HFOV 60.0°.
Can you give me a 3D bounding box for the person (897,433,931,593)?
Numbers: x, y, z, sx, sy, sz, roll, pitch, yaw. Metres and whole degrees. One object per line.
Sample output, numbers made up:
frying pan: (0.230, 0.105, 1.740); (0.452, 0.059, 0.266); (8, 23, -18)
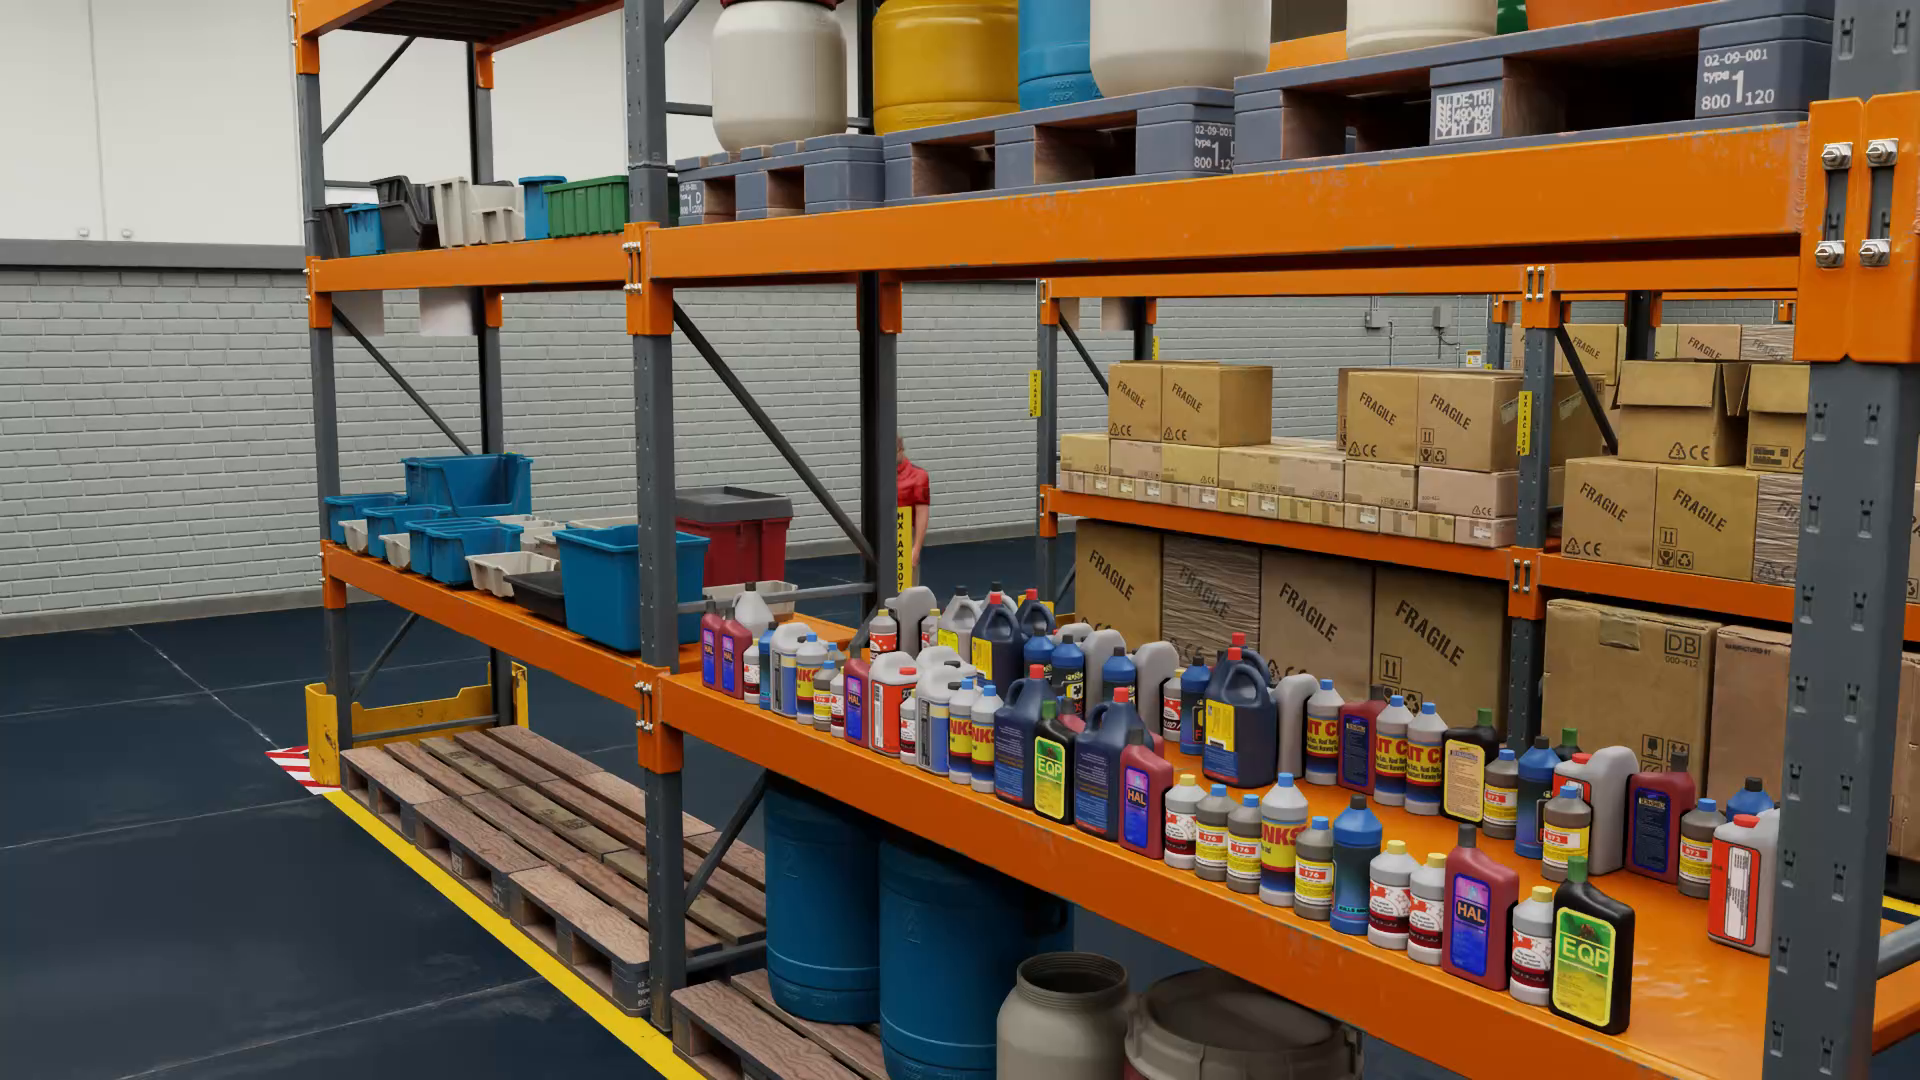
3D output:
person: (-0.465, 0.080, 11.870); (0.538, 1.712, 0.366); (5, 9, 32)
